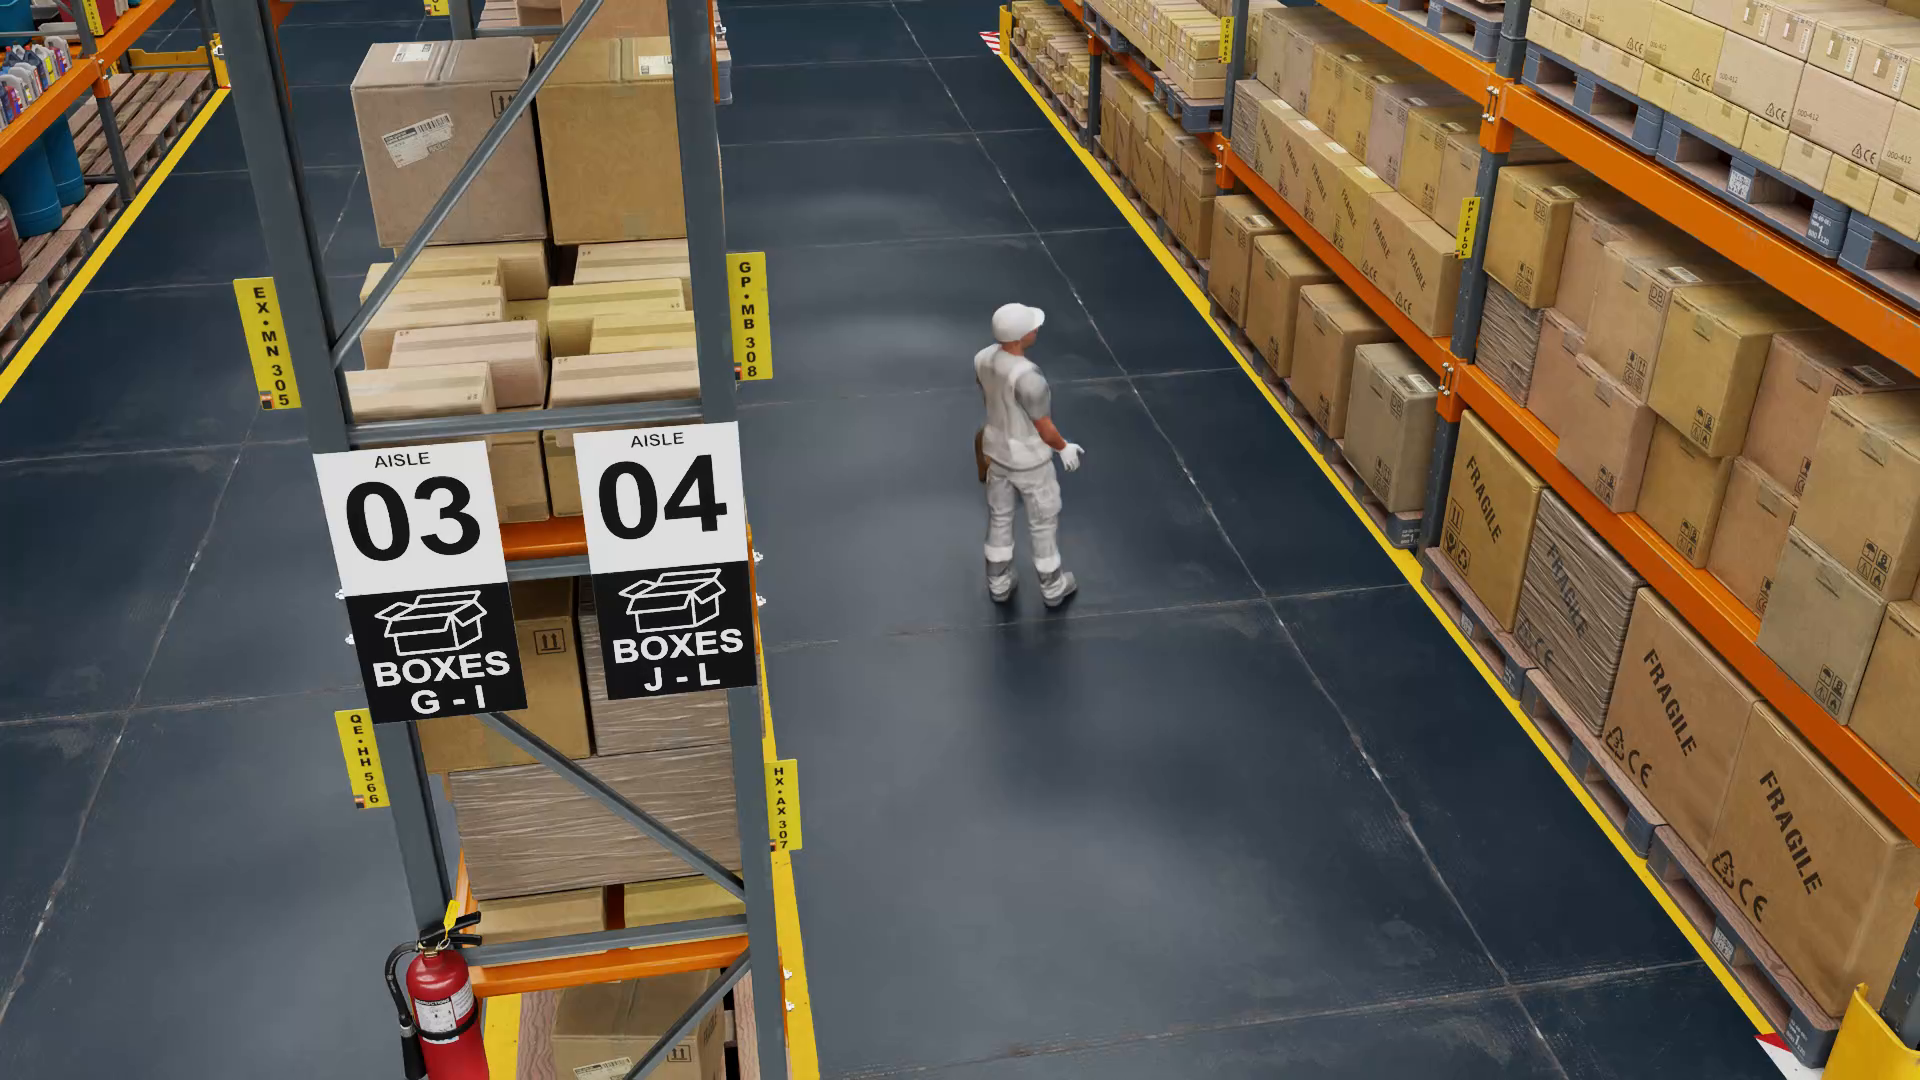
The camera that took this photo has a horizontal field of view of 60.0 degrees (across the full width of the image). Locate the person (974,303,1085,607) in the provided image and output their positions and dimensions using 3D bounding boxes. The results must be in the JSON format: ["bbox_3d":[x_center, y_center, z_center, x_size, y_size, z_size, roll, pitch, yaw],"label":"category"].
[{"bbox_3d":[0.364,-0.476,8.897,0.552,1.794,0.531,-23,38,-34],"label":"person"}]
